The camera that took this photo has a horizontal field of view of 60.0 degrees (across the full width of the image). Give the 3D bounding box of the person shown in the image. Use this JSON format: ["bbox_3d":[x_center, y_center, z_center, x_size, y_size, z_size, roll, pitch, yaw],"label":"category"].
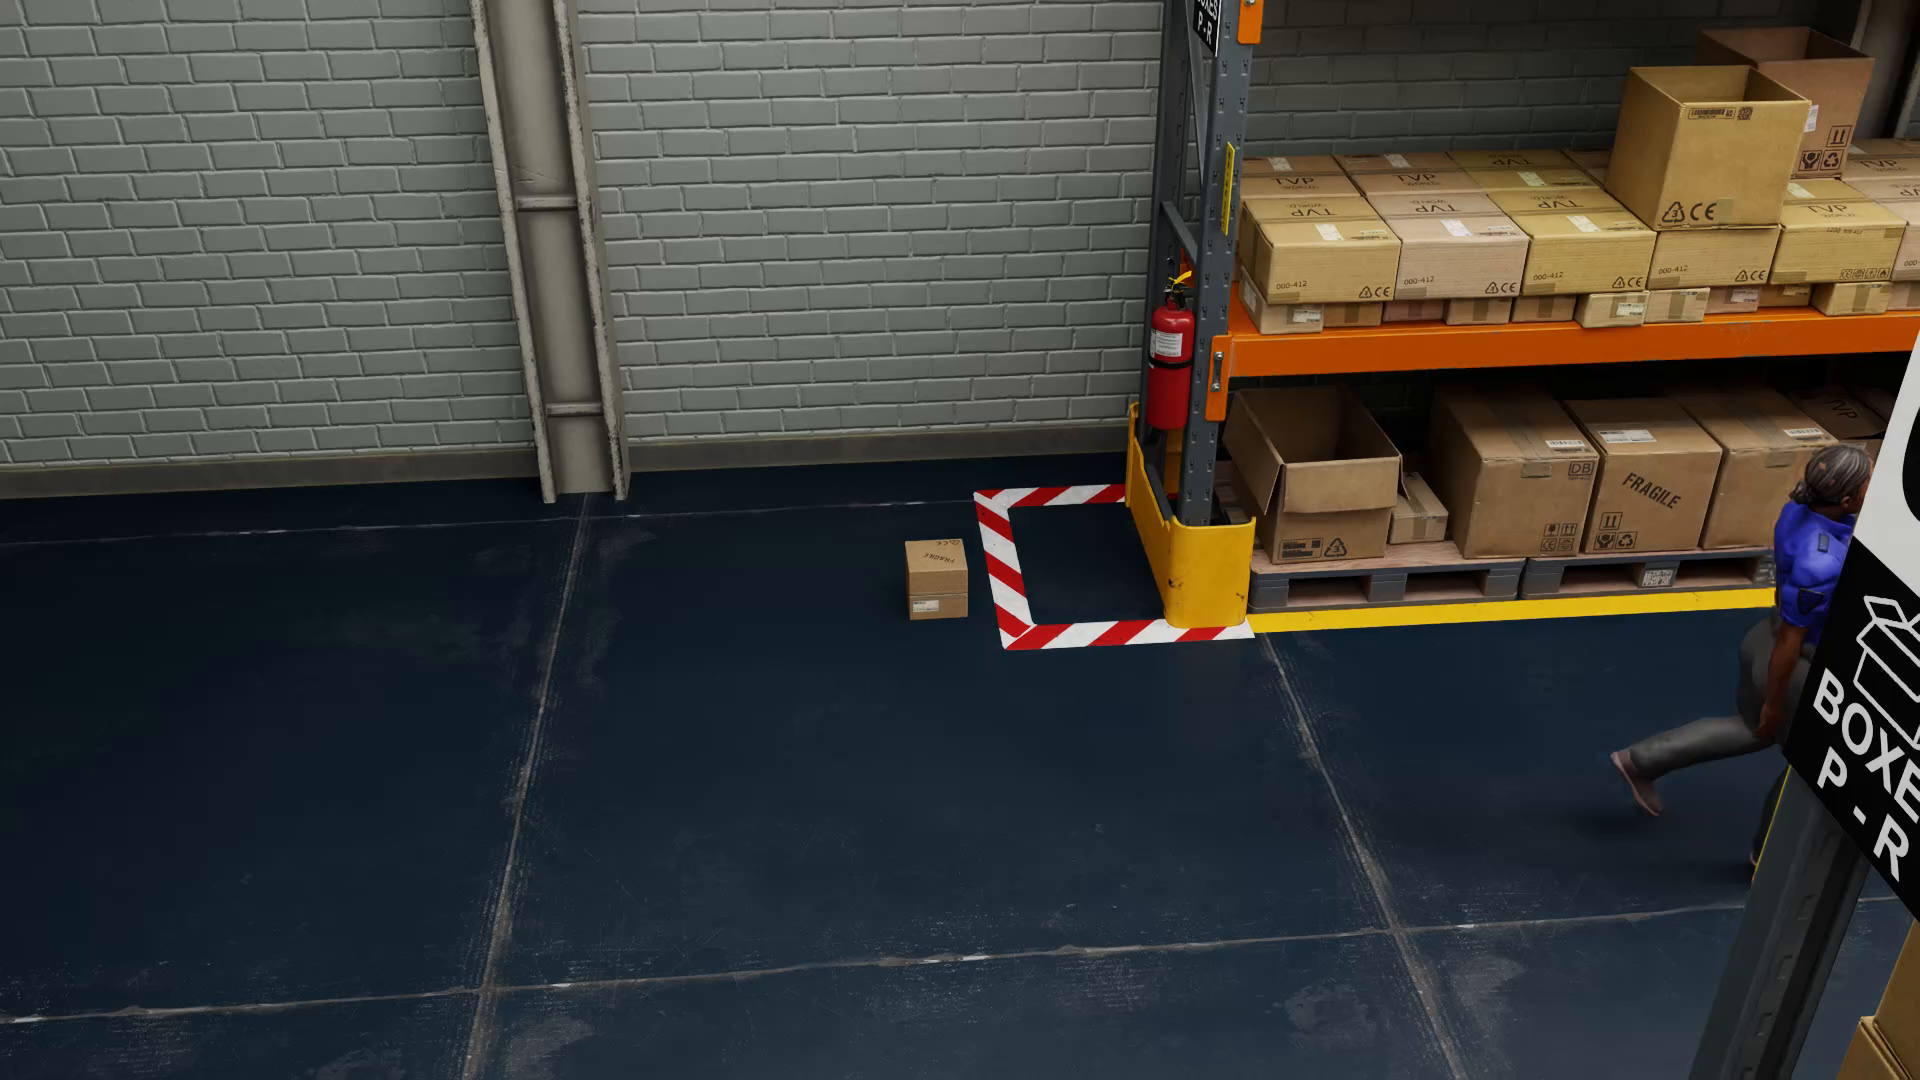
[{"bbox_3d":[2.676,0.397,5.465,0.791,1.623,0.452,6,32,10],"label":"person"}]
